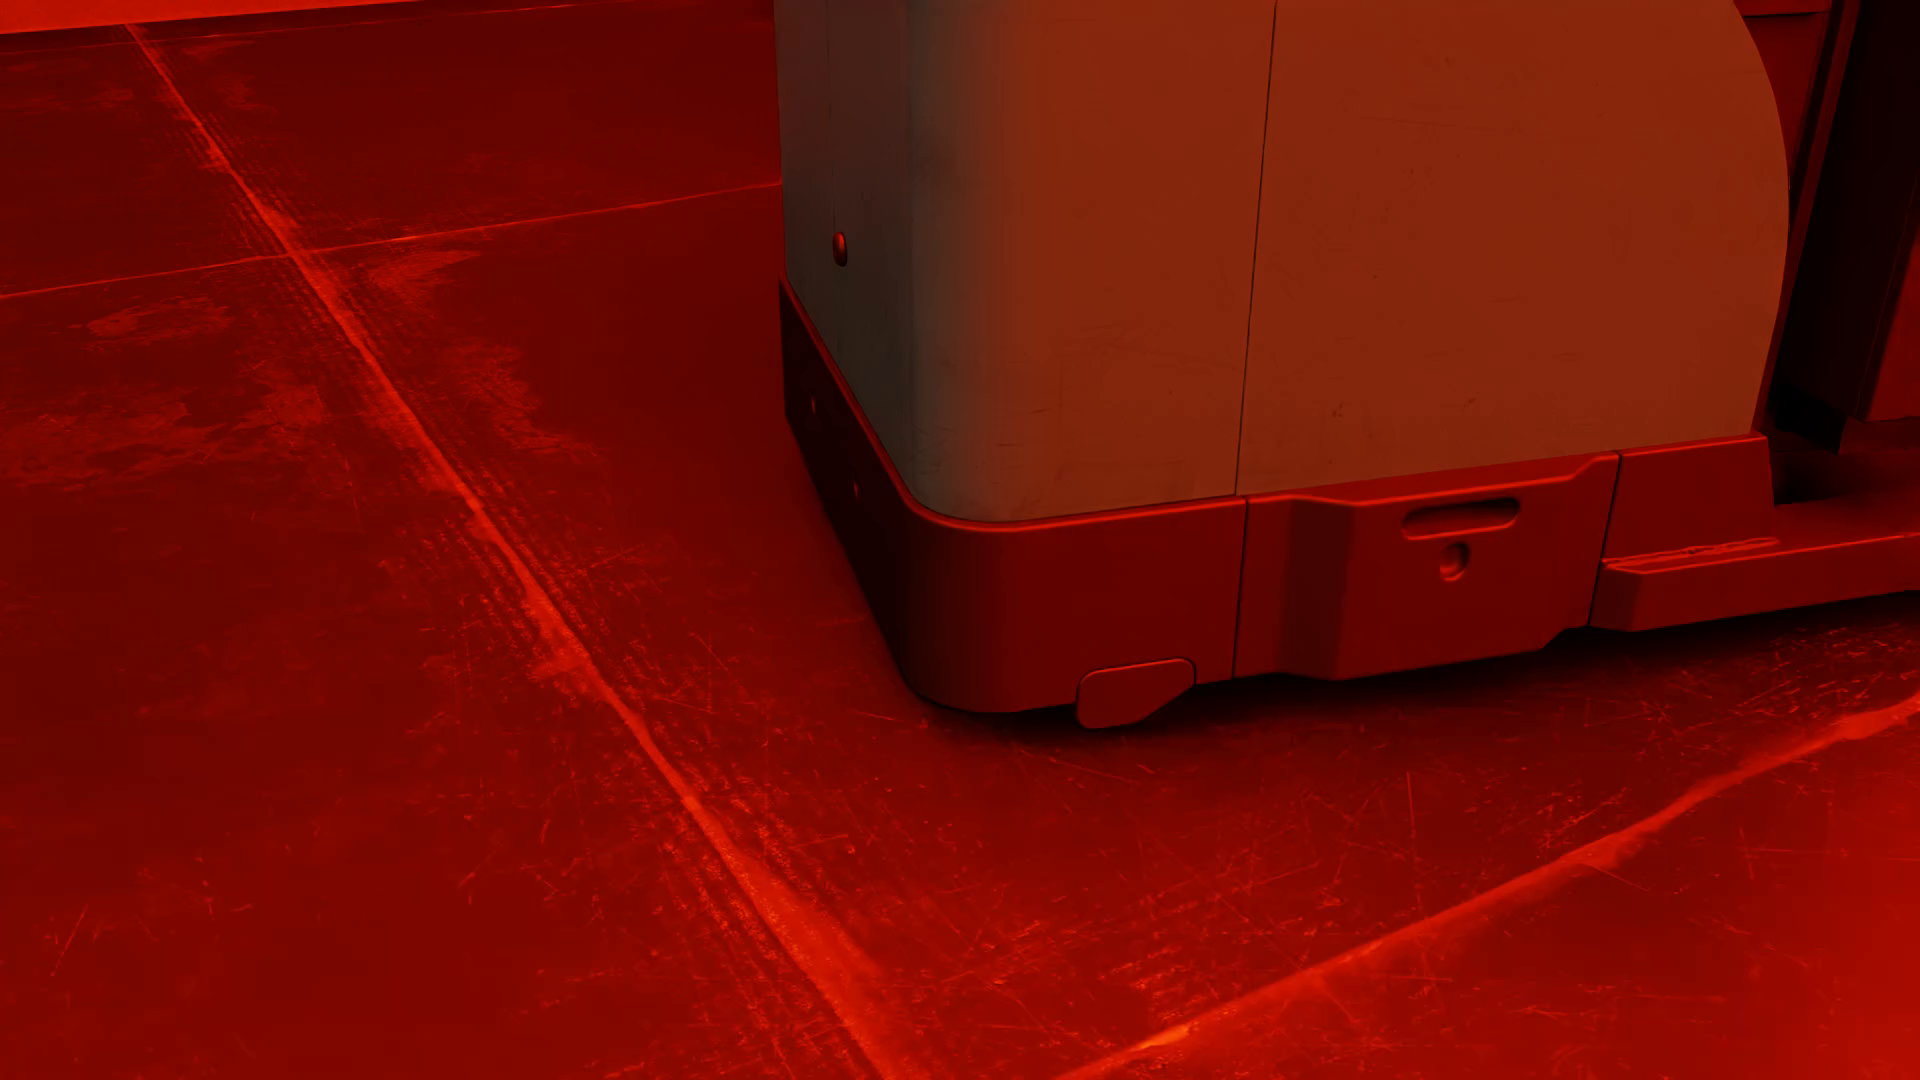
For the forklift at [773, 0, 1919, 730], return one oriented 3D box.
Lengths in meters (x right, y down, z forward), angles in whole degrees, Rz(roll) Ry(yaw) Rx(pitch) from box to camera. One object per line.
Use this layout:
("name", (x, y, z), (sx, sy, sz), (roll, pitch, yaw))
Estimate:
("forklift", (1.287, -1.437, 2.094), (3.031, 2.935, 1.130), (-7, 28, -14))
